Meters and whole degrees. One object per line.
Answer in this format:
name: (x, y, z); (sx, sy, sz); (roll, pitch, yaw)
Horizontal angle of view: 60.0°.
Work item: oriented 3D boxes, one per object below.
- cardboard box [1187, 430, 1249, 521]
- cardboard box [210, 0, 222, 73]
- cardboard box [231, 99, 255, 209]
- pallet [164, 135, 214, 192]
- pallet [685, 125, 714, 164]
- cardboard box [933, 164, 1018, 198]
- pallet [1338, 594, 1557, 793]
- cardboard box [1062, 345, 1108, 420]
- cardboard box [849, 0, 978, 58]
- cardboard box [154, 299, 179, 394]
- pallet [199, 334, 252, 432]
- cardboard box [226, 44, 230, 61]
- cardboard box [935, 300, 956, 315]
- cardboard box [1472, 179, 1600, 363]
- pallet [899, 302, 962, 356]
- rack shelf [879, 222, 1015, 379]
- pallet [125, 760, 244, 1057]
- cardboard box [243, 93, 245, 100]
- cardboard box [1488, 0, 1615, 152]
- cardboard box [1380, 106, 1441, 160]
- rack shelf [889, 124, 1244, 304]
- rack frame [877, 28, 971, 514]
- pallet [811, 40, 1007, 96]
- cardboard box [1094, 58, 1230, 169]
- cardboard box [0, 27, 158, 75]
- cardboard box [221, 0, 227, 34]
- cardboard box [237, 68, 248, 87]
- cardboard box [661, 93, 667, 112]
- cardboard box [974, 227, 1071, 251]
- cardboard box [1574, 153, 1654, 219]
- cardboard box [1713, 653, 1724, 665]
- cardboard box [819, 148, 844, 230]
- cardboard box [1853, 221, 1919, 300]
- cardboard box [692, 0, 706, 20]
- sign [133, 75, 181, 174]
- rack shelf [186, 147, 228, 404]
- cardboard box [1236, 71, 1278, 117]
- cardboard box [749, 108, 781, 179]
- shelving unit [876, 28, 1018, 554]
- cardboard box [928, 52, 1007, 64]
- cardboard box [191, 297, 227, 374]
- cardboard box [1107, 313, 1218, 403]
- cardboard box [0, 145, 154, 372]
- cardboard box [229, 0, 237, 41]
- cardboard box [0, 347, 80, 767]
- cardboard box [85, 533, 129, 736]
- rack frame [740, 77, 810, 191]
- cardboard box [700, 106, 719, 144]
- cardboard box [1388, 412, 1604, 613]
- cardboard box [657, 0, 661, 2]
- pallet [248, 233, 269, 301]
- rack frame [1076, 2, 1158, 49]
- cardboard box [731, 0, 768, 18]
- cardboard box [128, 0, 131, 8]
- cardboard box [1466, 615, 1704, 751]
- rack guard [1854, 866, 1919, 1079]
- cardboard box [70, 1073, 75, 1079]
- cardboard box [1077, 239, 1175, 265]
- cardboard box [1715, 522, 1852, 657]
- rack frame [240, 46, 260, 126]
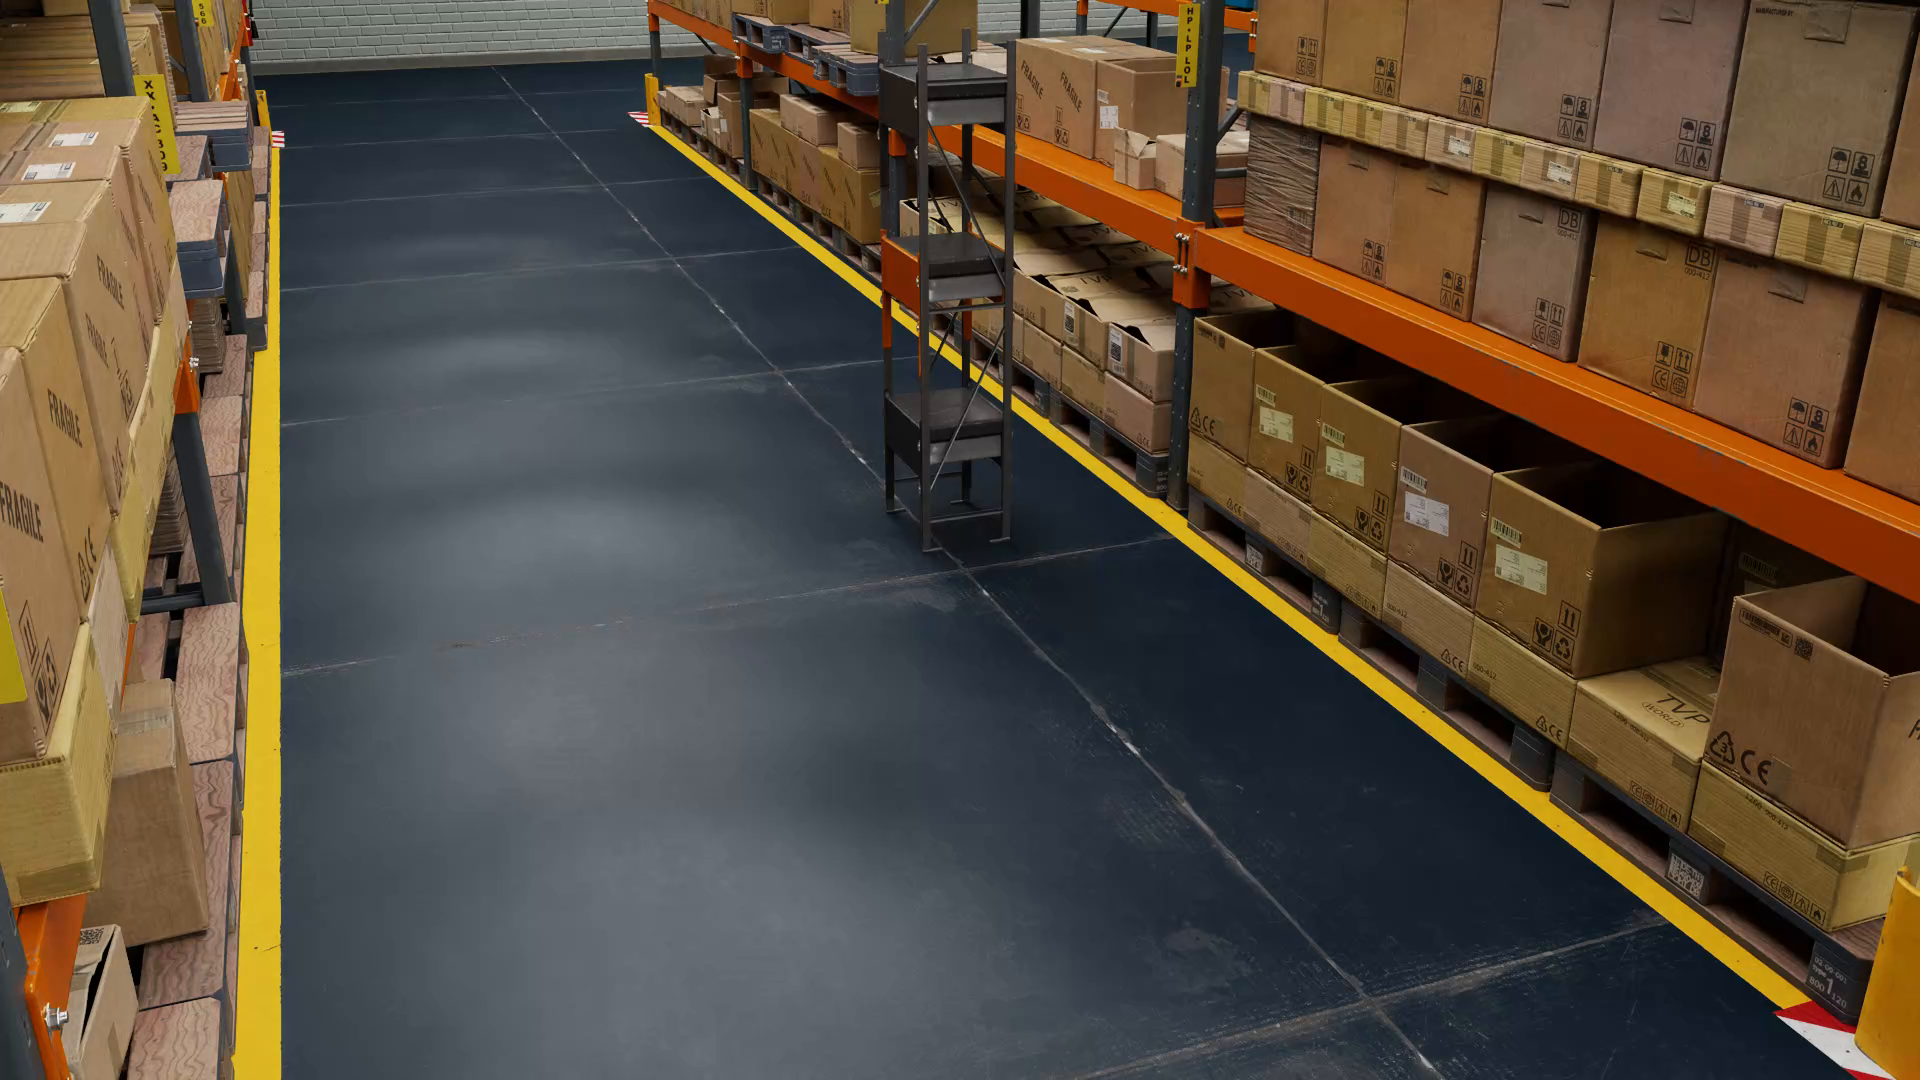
cardboard box: (1.316, -0.310, 7.124); (0.500, 0.250, 0.500); (-8, 24, -19)
cardboard box: (-4.893, -3.142, 10.306); (0.500, 0.500, 0.500); (-8, 24, -19)
cardboard box: (-5.672, -2.804, 12.269); (0.750, 0.750, 0.750); (-8, 24, -18)
pallet: (-3.873, -1.564, 7.346); (1.003, 0.211, 1.213); (-8, 24, -19)
pallet: (-2.067, -3.909, 16.254); (1.003, 0.211, 1.213); (-8, 24, -19)
cardboard box: (0.129, -2.303, 11.504); (0.500, 0.500, 0.500); (-7, 24, -17)
pallet: (2.112, 0.430, 5.959); (1.003, 0.211, 1.213); (-8, 24, -19)
cardboard box: (0.841, -0.815, 8.322); (0.500, 0.250, 0.500); (-9, 24, -20)
cardboard box: (-0.305, -3.500, 11.023); (0.700, 0.500, 0.500); (-18, 29, -36)
cardboard box: (-2.578, -0.540, 4.837); (0.500, 0.250, 0.500); (-8, 24, -19)
pallet: (-4.336, -0.797, 8.870); (1.003, 0.211, 1.213); (-8, 24, -19)
cardboard box: (-5.528, -3.541, 12.086); (0.380, 0.149, 0.250); (-8, 24, -18)
cardboard box: (0.111, -1.561, 10.091); (0.500, 0.250, 0.500); (-9, 24, -20)
cardboard box: (2.146, -0.920, 5.442); (0.700, 0.500, 0.500); (-8, 24, -17)
pallet: (0.277, -1.458, 10.437); (1.003, 0.211, 1.213); (-8, 24, -19)
rack shelf: (-0.058, -1.015, 6.990); (0.431, 0.518, 0.480); (-8, 24, -19)
pallet: (-2.492, 1.055, 4.475); (1.003, 0.211, 1.213); (-8, 24, -19)
cardboard box: (-6.741, -3.710, 14.867); (0.700, 0.500, 0.500); (-9, 25, -21)
cardboard box: (2.130, -1.530, 5.220); (0.700, 0.500, 0.500); (-8, 24, -19)
cardboard box: (1.711, -1.444, 5.849); (0.380, 0.149, 0.250); (-9, 25, -21)
rack shelf: (0.729, -1.989, 9.034); (1.077, 0.370, 4.000); (-8, 24, -19)
rack frame: (-0.145, -1.116, 7.195); (0.400, 2.100, 0.015); (-8, 24, -19)
pallet: (-0.283, -3.196, 11.217); (1.213, 0.211, 1.003); (-8, 24, -19)
cardboard box: (0.993, -2.113, 8.272); (0.500, 0.500, 0.500); (-7, 24, -15)
cardboard box: (-3.974, -1.996, 7.429); (0.700, 0.500, 0.500); (-8, 24, -19)
cardboard box: (-5.625, -3.879, 12.054); (0.500, 0.500, 0.500); (-9, 24, -20)
cardboard box: (-6.789, -4.259, 15.335); (0.380, 0.149, 0.250); (-8, 24, -18)
cardboard box: (-2.889, -4.561, 17.291); (0.380, 0.166, 0.250); (-8, 24, -19)
cardboard box: (0.304, -1.626, 9.524); (0.500, 0.311, 0.500); (-9, 24, -20)
cardboard box: (2.077, -1.069, 4.959); (0.380, 0.149, 0.250); (-8, 24, -18)
cardboard box: (2.687, 0.526, 5.139); (0.500, 0.250, 0.500); (-8, 24, -19)
cardboard box: (-0.710, -2.594, 12.194); (0.500, 0.500, 0.500); (-9, 25, -21)
cardboard box: (2.442, -0.693, 4.069); (0.380, 0.149, 0.250); (-8, 24, -18)
cardboard box: (-2.174, -5.067, 15.281); (0.500, 0.500, 0.500); (-8, 24, -18)
sign: (-2.692, -1.389, 5.569); (0.100, 0.325, 0.005); (-8, 24, -19)
rack shelf: (-3.904, -1.308, 7.418); (1.077, 0.370, 4.000); (-8, 24, -19)
cardboard box: (1.349, -1.815, 6.730); (0.380, 0.149, 0.250); (-8, 24, -19)
cardboard box: (-1.448, -3.342, 13.970); (0.500, 0.500, 0.500); (-9, 25, -21)
shelving unit: (-0.058, -1.028, 6.985); (0.431, 2.100, 0.503); (-8, 24, -19)
cardboard box: (0.110, -2.868, 10.308); (0.500, 0.311, 0.500); (-7, 24, -16)
cardboard box: (-4.307, -1.163, 8.799); (0.700, 0.500, 0.500); (-8, 24, -18)
cardboard box: (1.024, -0.887, 7.769); (0.500, 0.311, 0.500); (-8, 24, -19)
cardboard box: (-2.392, -0.704, 4.261); (0.500, 0.500, 0.500); (-9, 24, -21)
cardboard box: (-6.453, -4.423, 13.496); (0.980, 0.700, 0.700); (-9, 24, -20)
cardboard box: (-1.672, 0.040, 2.495); (0.500, 0.500, 0.500); (-8, 24, -19)
cardboard box: (-1.856, 0.193, 3.098); (0.500, 0.250, 0.500); (-9, 25, -21)
rack frame: (-1.391, -4.501, 14.066); (1.000, 3.000, 0.127); (-8, 24, -19)
cardboard box: (-2.122, -3.905, 15.549); (0.500, 0.311, 0.500); (-8, 24, -19)
cardboard box: (1.838, -0.110, 5.683); (0.500, 0.500, 0.500); (-8, 24, -19)
cardboard box: (-2.893, -5.803, 17.027); (0.500, 0.500, 0.500); (-8, 24, -18)
pallet: (-5.246, -1.821, 11.298); (1.003, 0.211, 1.213); (-8, 24, -19)
rack frame: (1.832, -6.632, 19.124); (1.000, 3.000, 0.127); (-8, 24, -19)
cardboard box: (-1.432, -4.538, 13.484); (0.700, 0.500, 0.500); (-18, 29, -36)
cardboard box: (-4.460, -2.793, 8.484); (0.380, 0.149, 0.250); (-12, 26, -26)
cardboard box: (2.017, 0.417, 5.398); (0.500, 0.250, 0.500); (-8, 24, -19)
rack guard: (2.857, 1.020, 4.186); (1.175, 0.500, 0.348); (-8, 24, -19)
cardboard box: (-1.945, 1.313, 3.168); (0.500, 0.311, 0.500); (-11, 25, -25)
cardboard box: (0.978, -1.522, 9.276); (0.500, 0.311, 0.500); (-8, 24, -18)
cardboard box: (2.689, 0.181, 4.994); (0.500, 0.500, 0.500); (-8, 24, -19)
rack frame: (-7.437, -5.273, 15.899); (1.000, 3.000, 0.127); (-8, 24, -19)
